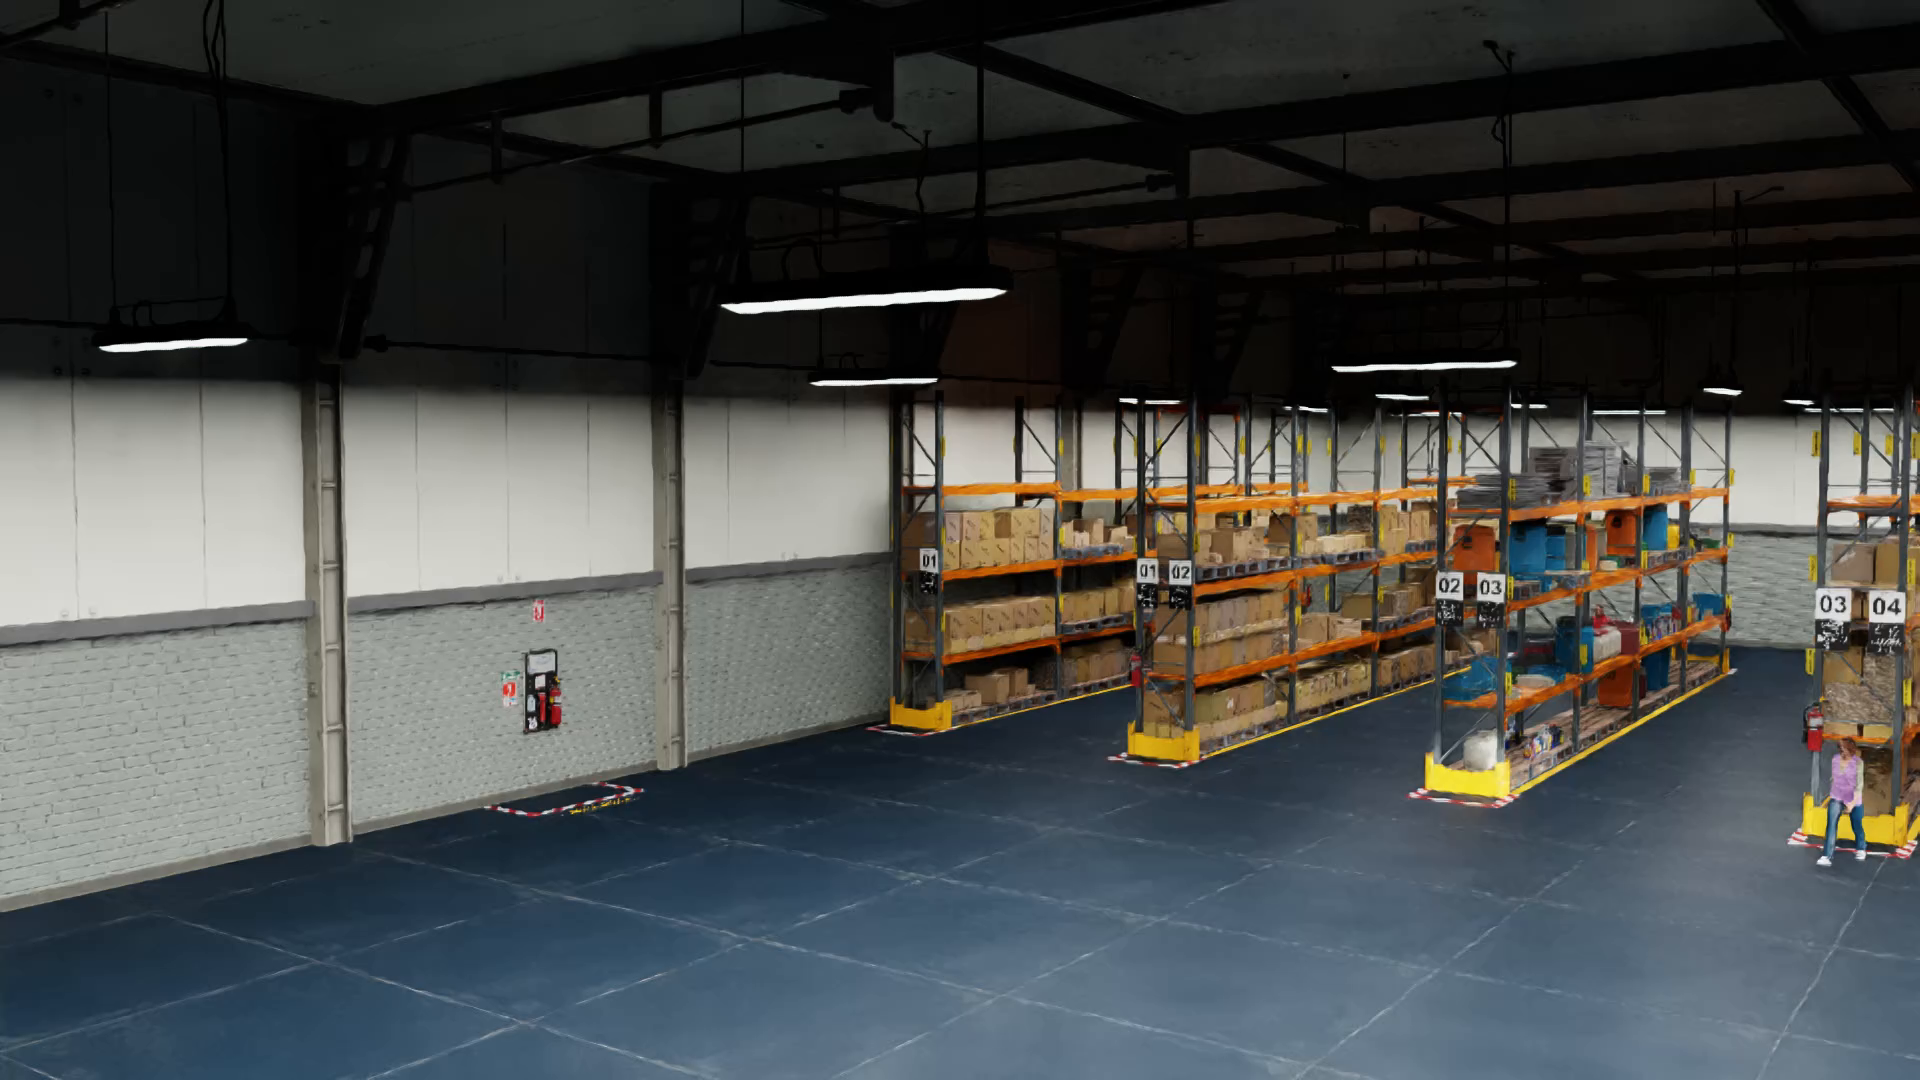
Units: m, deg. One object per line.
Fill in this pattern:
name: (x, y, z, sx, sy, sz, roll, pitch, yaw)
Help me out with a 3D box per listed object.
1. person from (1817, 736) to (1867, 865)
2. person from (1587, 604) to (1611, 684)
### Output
person: (10.598, 3.101, 19.873, 0.408, 1.532, 0.962, 3, 5, 44)
person: (13.509, 2.177, 35.022, 0.941, 1.658, 0.568, -2, 4, -37)
